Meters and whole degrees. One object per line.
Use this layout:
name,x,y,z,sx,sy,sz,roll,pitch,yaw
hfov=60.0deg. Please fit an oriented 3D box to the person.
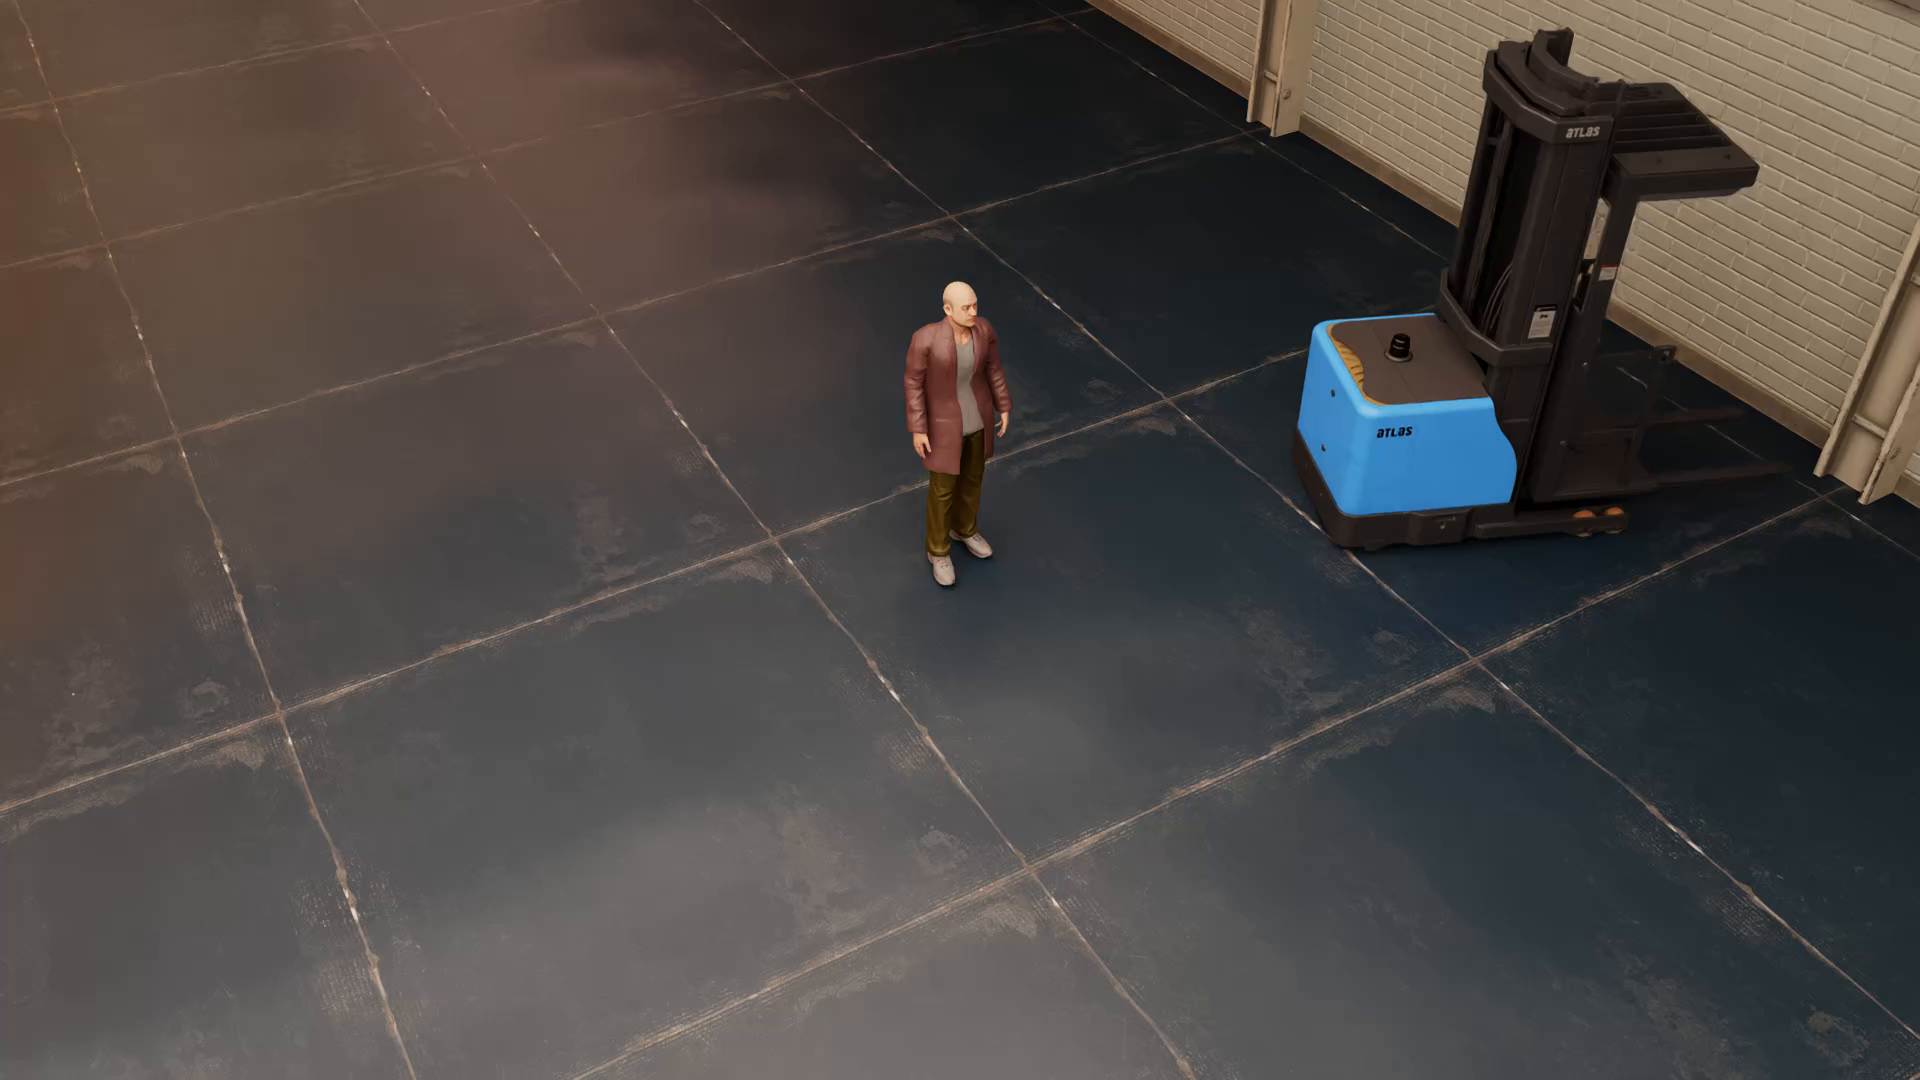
person,0.043,-0.638,9.697,0.698,1.778,0.579,-20,44,-23

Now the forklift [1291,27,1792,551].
forklift,3.724,-1.481,9.821,3.031,2.935,1.130,-5,40,-6
